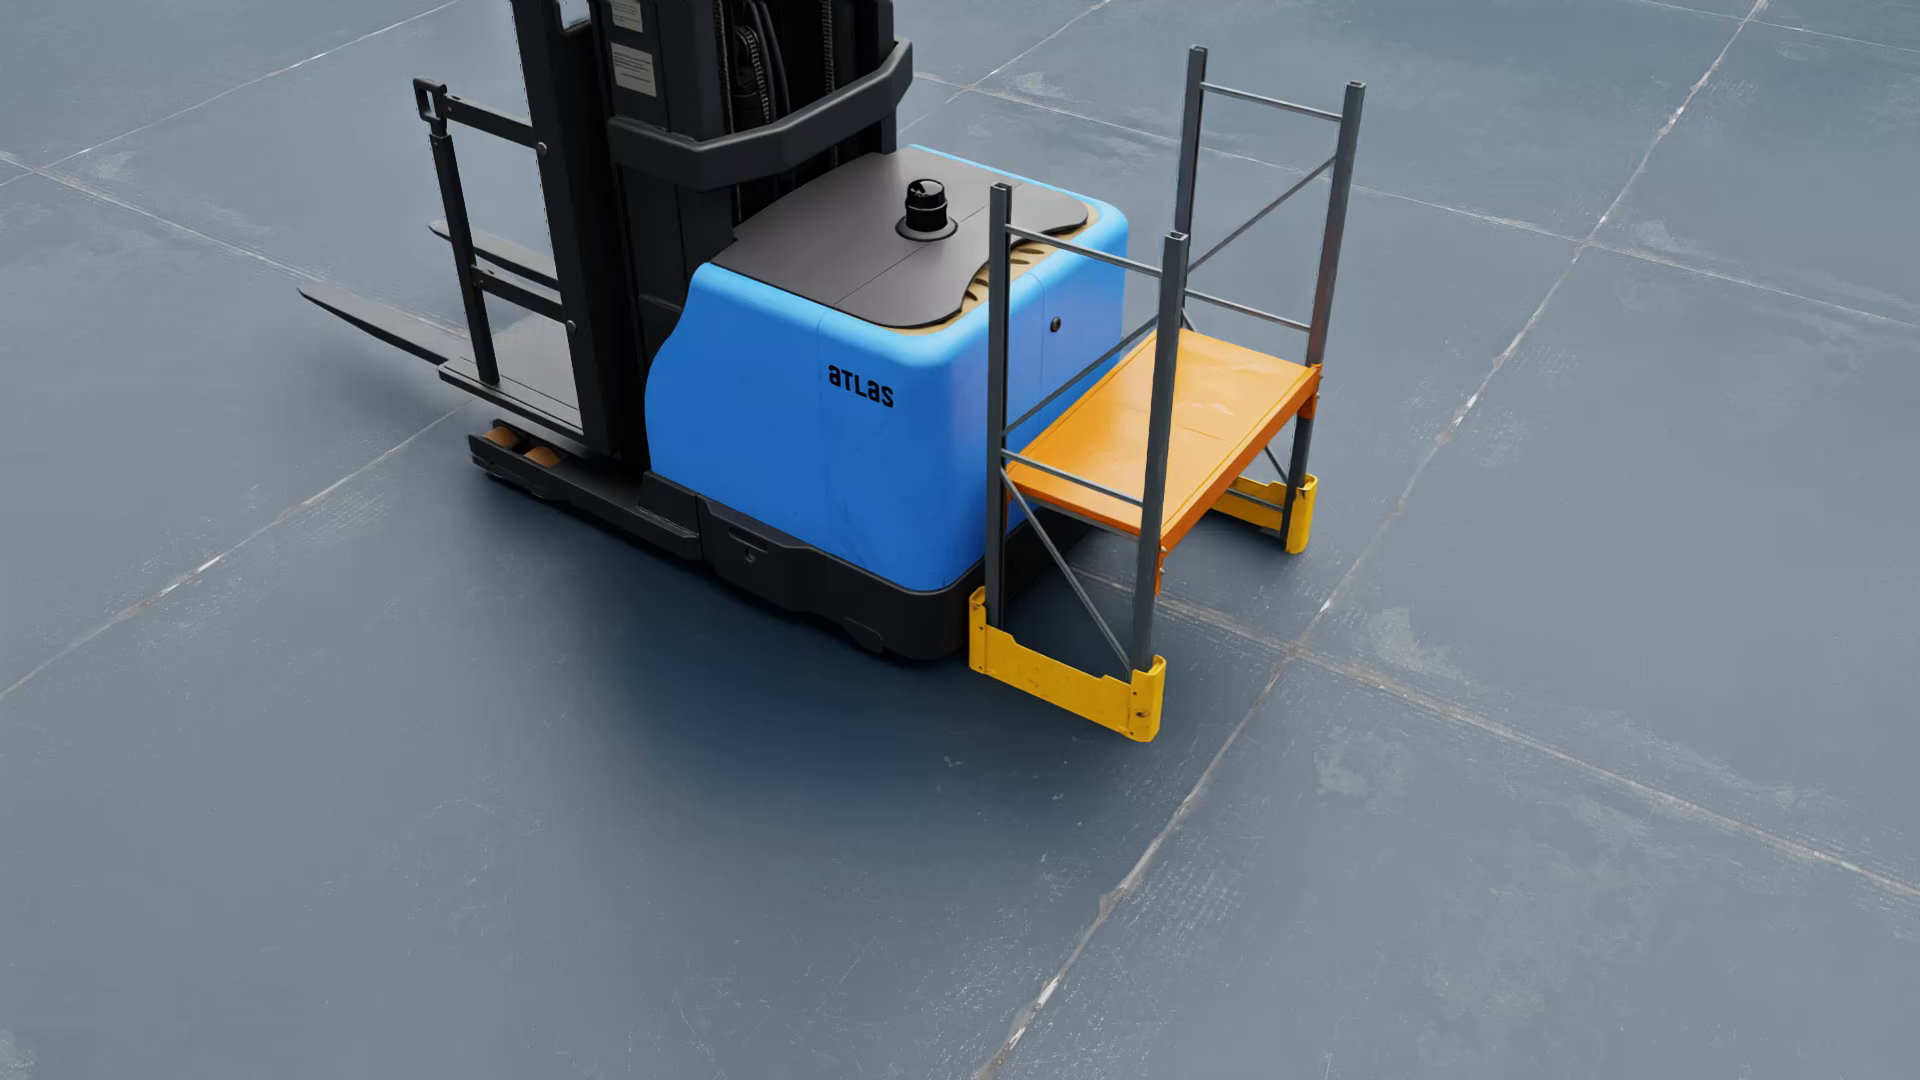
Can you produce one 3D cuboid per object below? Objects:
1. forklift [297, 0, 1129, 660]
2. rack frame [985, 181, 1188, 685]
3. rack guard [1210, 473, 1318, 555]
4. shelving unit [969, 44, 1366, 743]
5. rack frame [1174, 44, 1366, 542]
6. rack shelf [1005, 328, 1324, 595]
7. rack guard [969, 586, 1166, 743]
[{"bbox_3d":[-1.000,-1.536,4.842,3.031,2.935,1.130,24,43,27],"label":"forklift"},{"bbox_3d":[0.286,-0.153,4.220,0.500,1.500,0.032,22,43,26],"label":"rack frame"},{"bbox_3d":[0.832,-0.168,5.263,0.587,0.250,0.087,22,43,26],"label":"rack guard"},{"bbox_3d":[0.560,-0.408,4.551,0.587,1.500,1.083,22,43,26],"label":"shelving unit"},{"bbox_3d":[0.843,-0.673,4.894,0.500,1.500,0.032,22,43,26],"label":"rack frame"},{"bbox_3d":[0.564,-0.270,4.667,0.538,0.185,1.000,22,43,26],"label":"rack shelf"},{"bbox_3d":[0.287,0.341,4.603,0.587,0.250,0.087,22,43,26],"label":"rack guard"}]
